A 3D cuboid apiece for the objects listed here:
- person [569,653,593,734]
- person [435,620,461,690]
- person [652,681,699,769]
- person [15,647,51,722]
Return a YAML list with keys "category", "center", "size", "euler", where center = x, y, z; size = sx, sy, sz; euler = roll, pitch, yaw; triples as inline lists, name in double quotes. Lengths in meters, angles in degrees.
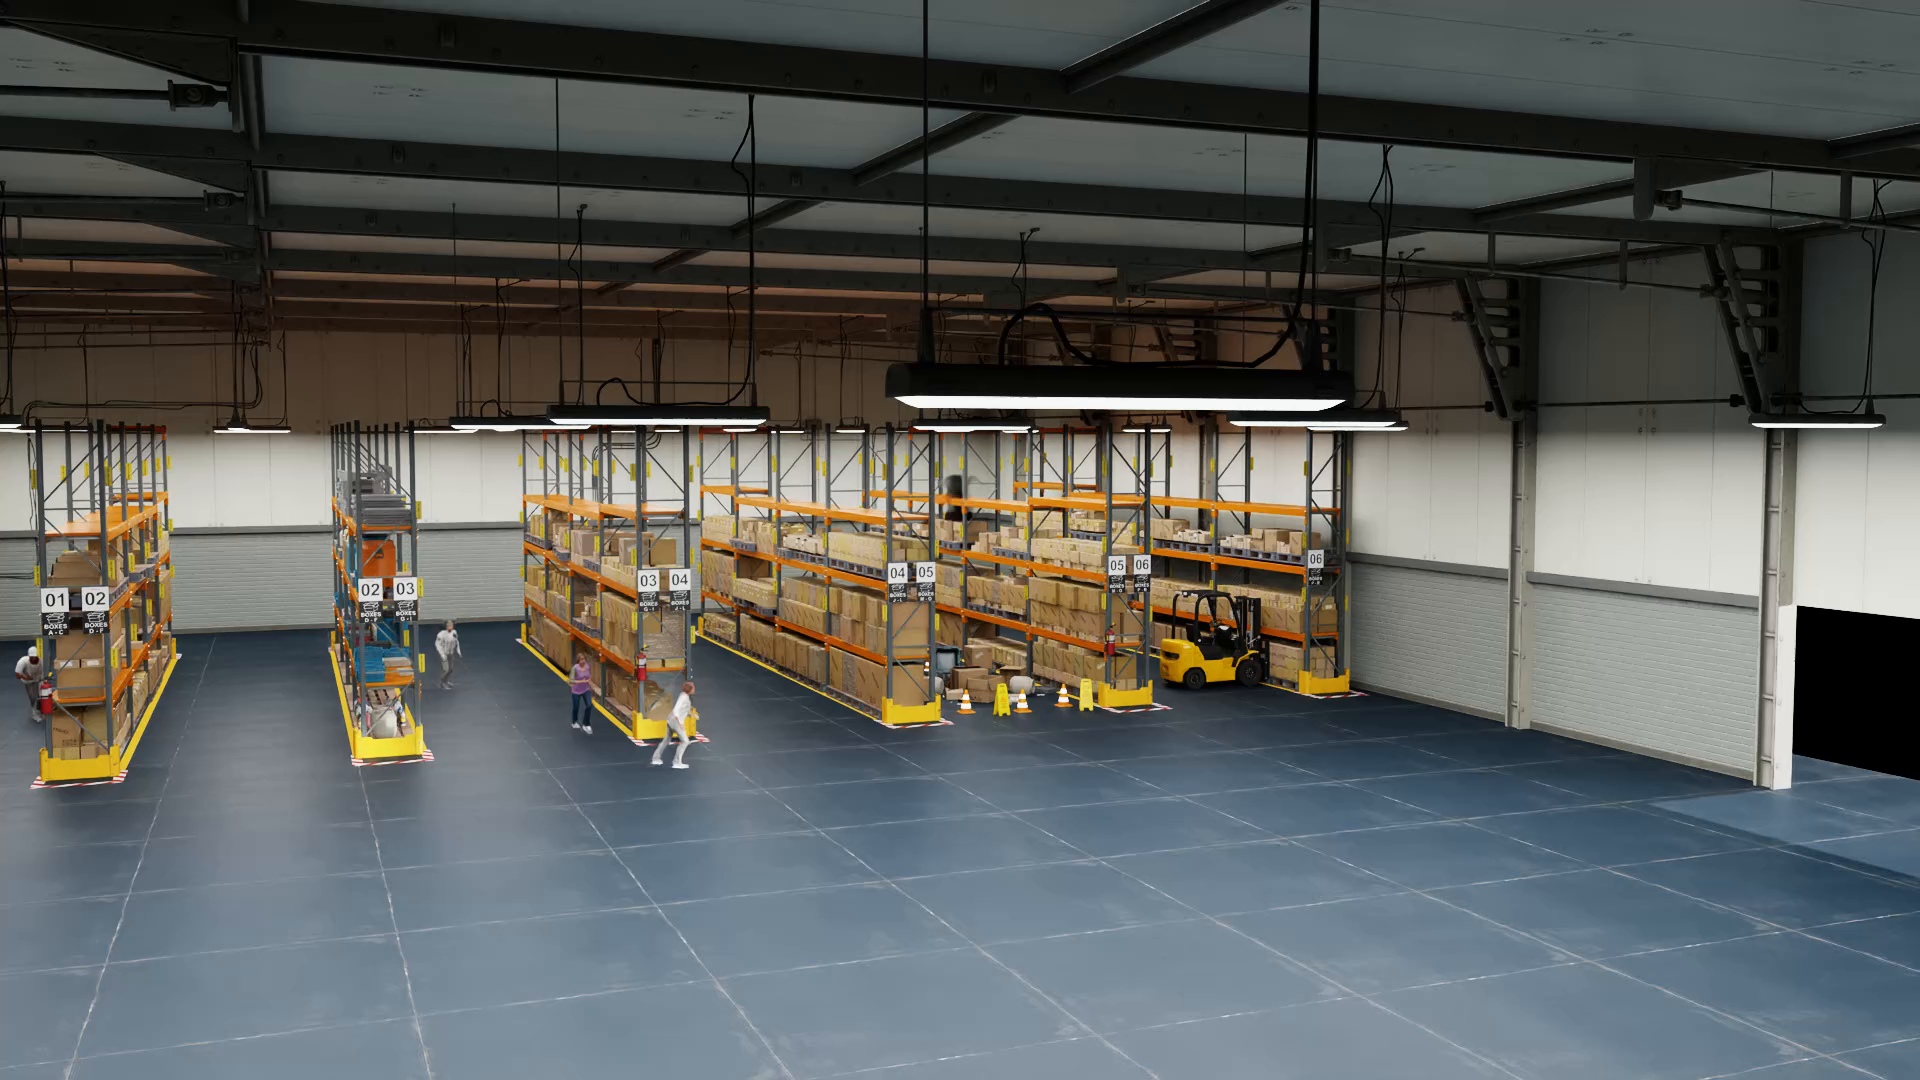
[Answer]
- category: "person"
  center: [-7.316, 2.938, 32.014]
  size: [0.520, 1.566, 0.855]
  euler: [-2, 4, -31]
- category: "person"
  center: [-11.638, 2.594, 37.613]
  size: [0.729, 1.635, 0.604]
  euler: [3, 4, 36]
- category: "person"
  center: [-4.897, 3.184, 28.663]
  size: [0.812, 1.519, 0.583]
  euler: [-1, 4, -18]
- category: "person"
  center: [-18.711, 2.875, 33.563]
  size: [0.690, 1.547, 1.183]
  euler: [-3, 4, -36]
